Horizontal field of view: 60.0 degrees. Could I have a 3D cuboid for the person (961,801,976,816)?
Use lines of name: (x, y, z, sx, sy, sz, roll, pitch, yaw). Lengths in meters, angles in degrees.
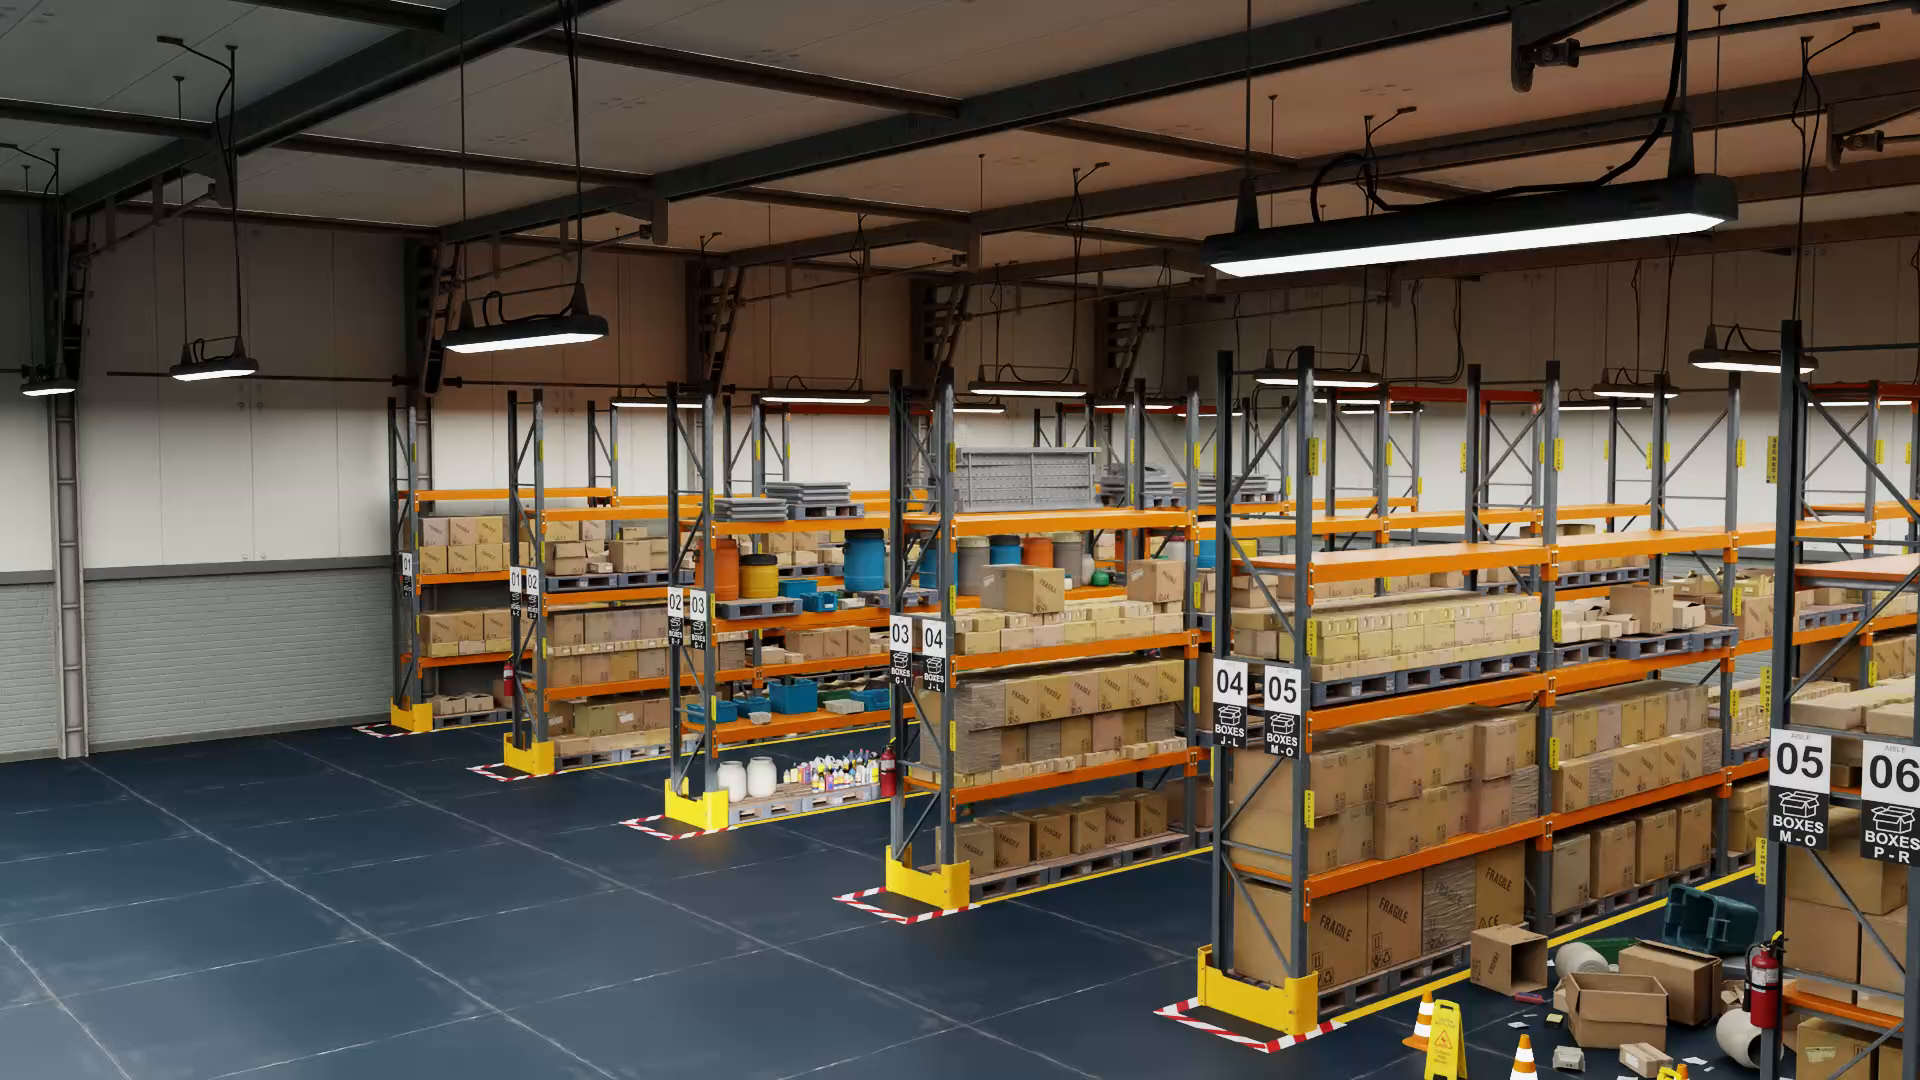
person: (0.114, 2.979, 23.025, 0.652, 1.707, 0.745, 1, 4, 21)
